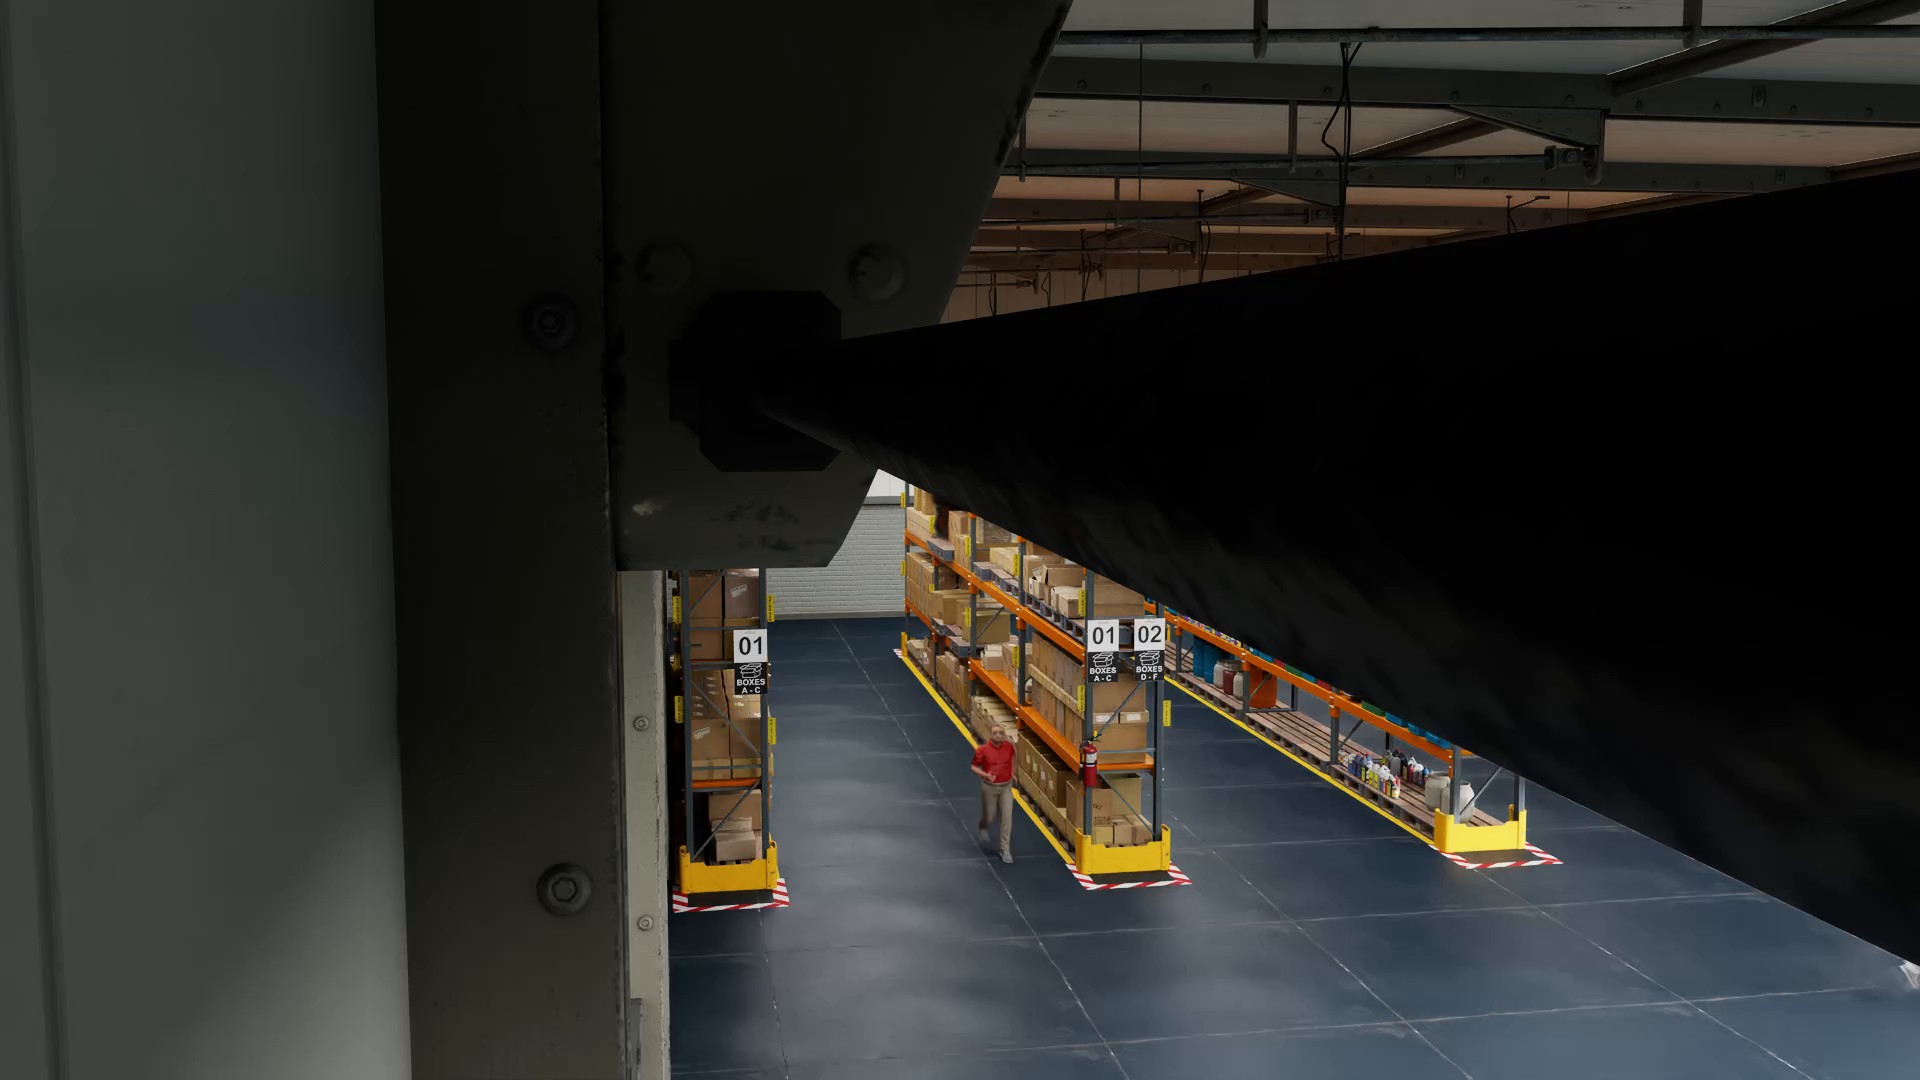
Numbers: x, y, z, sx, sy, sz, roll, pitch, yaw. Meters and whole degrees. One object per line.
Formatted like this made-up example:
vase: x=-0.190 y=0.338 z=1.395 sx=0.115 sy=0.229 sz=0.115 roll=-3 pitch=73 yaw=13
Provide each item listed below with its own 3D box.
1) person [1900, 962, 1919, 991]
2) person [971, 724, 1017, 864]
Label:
person: x=9.825 y=3.797 z=16.597 sx=0.849 sy=1.658 sz=0.607 roll=1 pitch=6 yaw=7
person: x=0.468 y=3.238 z=21.566 sx=0.664 sy=1.726 sz=0.954 roll=-2 pitch=6 yaw=-17
